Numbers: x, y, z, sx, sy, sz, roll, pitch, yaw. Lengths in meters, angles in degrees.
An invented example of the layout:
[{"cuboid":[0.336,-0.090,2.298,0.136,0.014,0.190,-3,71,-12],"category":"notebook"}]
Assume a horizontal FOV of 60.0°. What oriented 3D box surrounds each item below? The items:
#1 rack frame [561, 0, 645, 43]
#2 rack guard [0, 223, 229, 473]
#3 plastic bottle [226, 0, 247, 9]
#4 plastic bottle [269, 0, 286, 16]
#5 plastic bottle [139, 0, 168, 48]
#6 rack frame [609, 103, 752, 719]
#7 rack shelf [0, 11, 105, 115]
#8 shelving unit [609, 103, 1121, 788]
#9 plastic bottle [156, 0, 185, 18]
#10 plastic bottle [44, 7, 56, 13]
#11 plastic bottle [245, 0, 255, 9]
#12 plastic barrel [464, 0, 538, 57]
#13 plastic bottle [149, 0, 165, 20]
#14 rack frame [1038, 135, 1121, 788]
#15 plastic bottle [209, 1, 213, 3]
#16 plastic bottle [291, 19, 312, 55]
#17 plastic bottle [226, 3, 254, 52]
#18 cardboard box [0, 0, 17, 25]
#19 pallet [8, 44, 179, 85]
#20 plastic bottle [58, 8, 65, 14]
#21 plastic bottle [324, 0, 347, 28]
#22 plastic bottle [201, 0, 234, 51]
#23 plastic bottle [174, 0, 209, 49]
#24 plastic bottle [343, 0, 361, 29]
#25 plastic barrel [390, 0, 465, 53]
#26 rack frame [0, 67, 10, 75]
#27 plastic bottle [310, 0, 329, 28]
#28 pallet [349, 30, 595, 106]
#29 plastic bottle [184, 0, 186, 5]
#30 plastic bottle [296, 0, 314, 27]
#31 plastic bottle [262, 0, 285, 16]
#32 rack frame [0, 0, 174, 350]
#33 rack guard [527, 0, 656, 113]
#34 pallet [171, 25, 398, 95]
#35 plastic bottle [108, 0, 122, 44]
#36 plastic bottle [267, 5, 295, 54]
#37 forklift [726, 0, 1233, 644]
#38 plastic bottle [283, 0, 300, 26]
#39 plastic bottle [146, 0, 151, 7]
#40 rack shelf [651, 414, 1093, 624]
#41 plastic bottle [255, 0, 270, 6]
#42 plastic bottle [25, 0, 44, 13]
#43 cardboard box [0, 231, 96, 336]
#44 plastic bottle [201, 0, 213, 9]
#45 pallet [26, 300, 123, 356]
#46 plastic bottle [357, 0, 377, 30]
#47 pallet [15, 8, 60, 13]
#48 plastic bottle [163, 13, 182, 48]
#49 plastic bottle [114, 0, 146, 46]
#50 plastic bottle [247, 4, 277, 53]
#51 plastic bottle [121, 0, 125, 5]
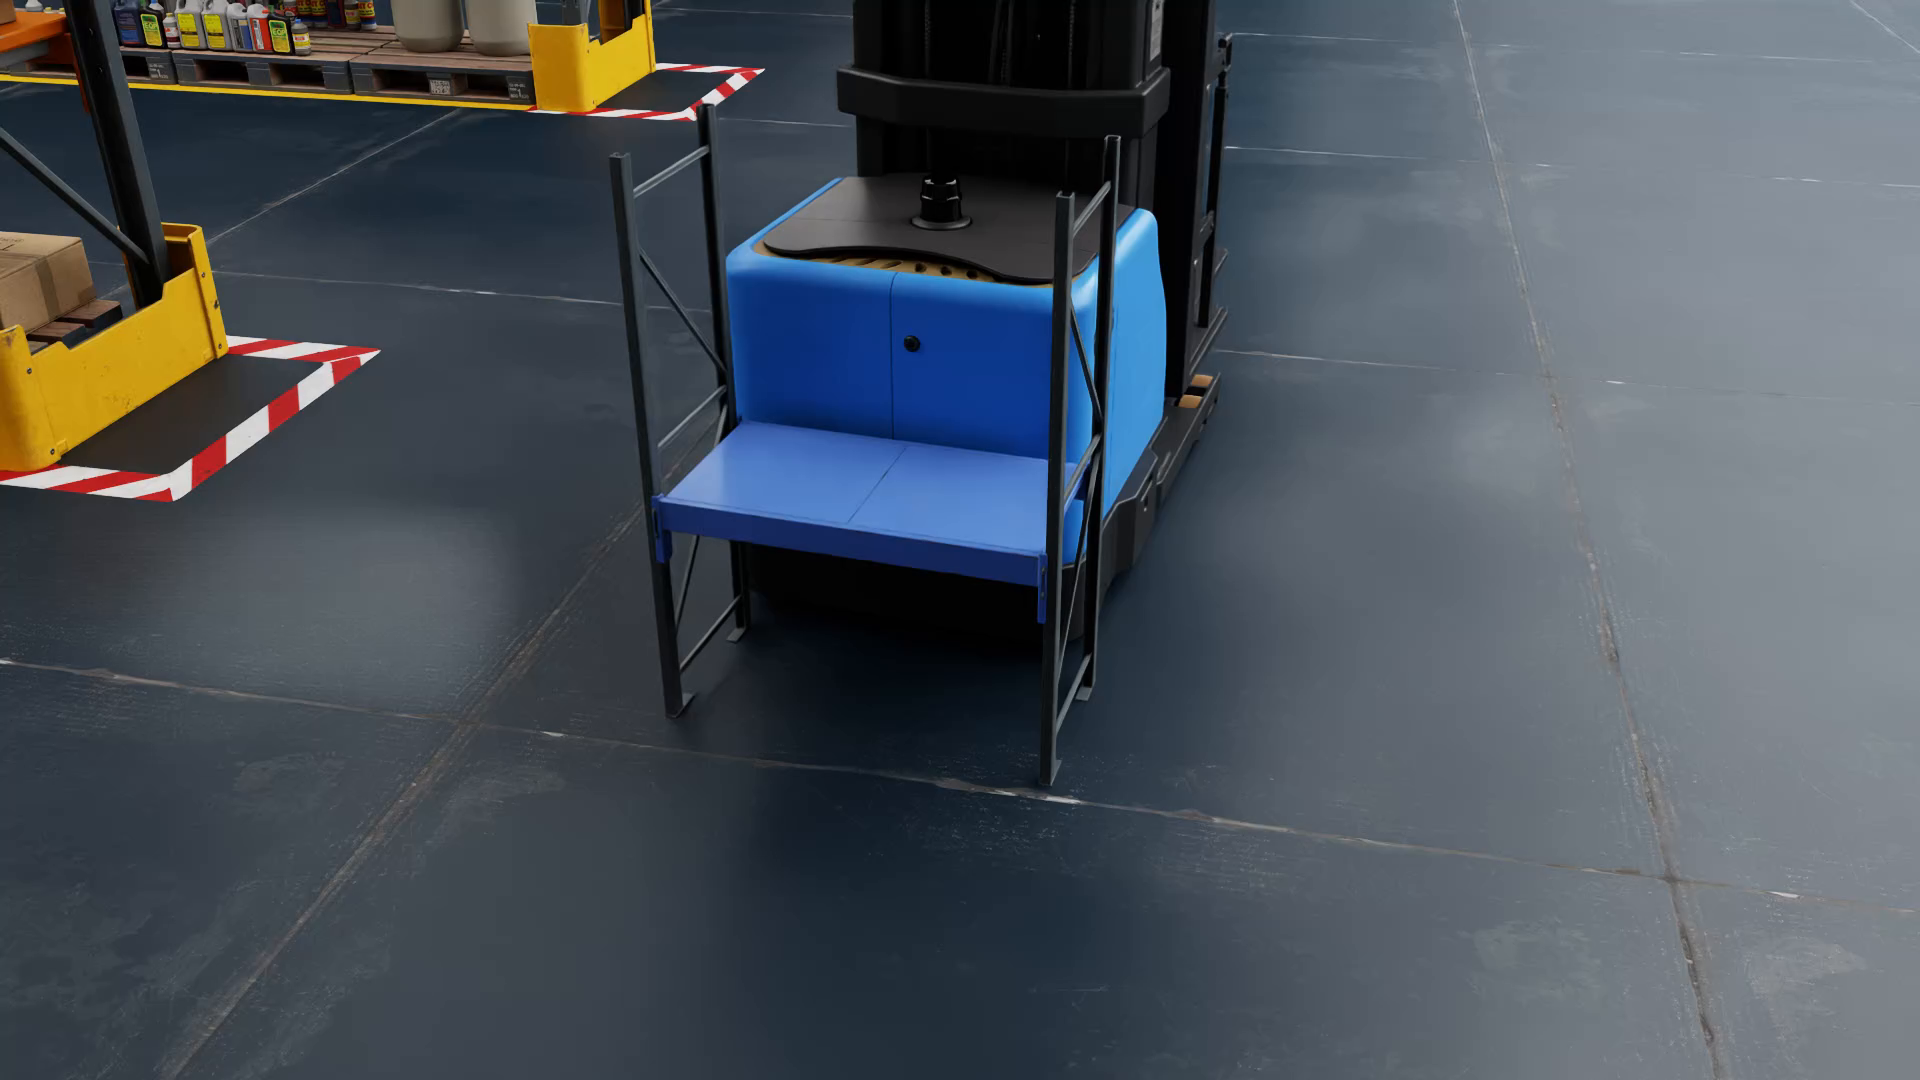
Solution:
[{"cuboid":[-2.177,-4.160,9.724,0.127,3.000,1.000,6,29,11],"category":"rack frame"},{"cuboid":[-3.191,-0.735,6.072,0.348,0.500,1.175,6,29,11],"category":"rack guard"},{"cuboid":[-4.759,-3.513,10.914,0.133,0.283,0.061,6,29,11],"category":"plastic bottle"},{"cuboid":[-4.516,-3.549,10.992,0.097,0.271,0.097,0,29,0],"category":"plastic bottle"},{"cuboid":[-5.049,-3.231,10.399,0.133,0.283,0.061,7,30,13],"category":"plastic bottle"},{"cuboid":[-0.689,-0.302,4.239,0.032,1.500,0.500,8,30,15],"category":"rack frame"},{"cuboid":[-5.171,-1.719,6.015,4.000,0.370,1.077,6,29,11],"category":"rack shelf"},{"cuboid":[-0.203,-0.230,4.109,1.048,1.500,0.538,8,30,15],"category":"shelving unit"},{"cuboid":[-5.217,-3.539,10.968,0.135,0.276,0.152,6,29,11],"category":"plastic bottle"},{"cuboid":[-5.769,-3.278,10.570,0.097,0.201,0.097,0,29,0],"category":"plastic bottle"},{"cuboid":[-4.737,-3.560,11.007,0.135,0.276,0.152,6,29,11],"category":"plastic bottle"},{"cuboid":[-2.836,-3.283,10.276,0.421,0.512,0.421,0,29,0],"category":"plastic barrel"},{"cuboid":[-5.050,-3.265,10.473,0.097,0.271,0.097,0,29,0],"category":"plastic bottle"},{"cuboid":[0.283,-0.159,3.978,0.032,1.500,0.500,8,30,15],"category":"rack frame"},{"cuboid":[-4.891,-3.531,10.946,0.133,0.283,0.061,6,29,11],"category":"plastic bottle"},{"cuboid":[-4.064,-3.104,10.251,0.097,0.201,0.097,0,29,0],"category":"plastic bottle"},{"cuboid":[-4.441,-3.188,10.328,0.135,0.276,0.152,5,29,9],"category":"plastic bottle"},{"cuboid":[-3.669,-1.931,5.549,0.500,0.500,0.700,6,29,11],"category":"cardboard box"},{"cuboid":[-5.441,-3.251,10.968,1.213,0.211,1.003,6,29,11],"category":"pallet"},{"cuboid":[-5.670,-3.268,10.552,0.097,0.201,0.097,0,29,0],"category":"plastic bottle"},{"cuboid":[-4.102,-3.521,10.928,0.133,0.283,0.061,6,29,11],"category":"plastic bottle"},{"cuboid":[-4.604,-3.236,10.337,0.185,0.351,0.144,7,29,13],"category":"plastic bottle"},{"cuboid":[-4.786,-3.254,10.371,0.185,0.351,0.144,6,29,10],"category":"plastic bottle"},{"cuboid":[-3.986,-3.464,10.909,0.097,0.201,0.097,0,29,0],"category":"plastic bottle"},{"cuboid":[-3.327,-3.333,10.368,0.421,0.512,0.421,0,29,0],"category":"plastic barrel"},{"cuboid":[-6.089,-4.561,10.457,0.127,3.000,1.000,6,29,11],"category":"rack frame"},{"cuboid":[-4.220,-3.518,10.936,0.097,0.271,0.097,0,29,0],"category":"plastic bottle"},{"cuboid":[-3.054,-3.006,10.521,1.213,0.211,1.003,6,29,11],"category":"pallet"},{"cuboid":[-5.211,-3.643,11.082,0.185,0.351,0.144,4,29,8],"category":"plastic bottle"},{"cuboid":[-4.318,-3.528,10.954,0.097,0.271,0.097,0,29,0],"category":"plastic bottle"},{"cuboid":[-4.284,-3.228,10.393,0.133,0.283,0.061,6,29,11],"category":"plastic bottle"},{"cuboid":[-3.215,-1.834,5.476,0.127,3.000,1.000,6,29,11],"category":"rack frame"},{"cuboid":[-2.261,-3.049,10.298,0.348,0.500,1.175,6,29,11],"category":"rack guard"},{"cuboid":[-4.244,-3.129,10.746,1.213,0.211,1.003,6,29,11],"category":"pallet"},{"cuboid":[-5.386,-3.316,10.484,0.185,0.351,0.144,7,29,12],"category":"plastic bottle"},{"cuboid":[-4.183,-3.143,10.237,0.133,0.283,0.061,7,29,12],"category":"plastic bottle"},{"cuboid":[0.313,-1.689,5.284,1.130,2.935,3.031,9,30,17],"category":"forklift"},{"cuboid":[-4.415,-3.508,10.989,0.097,0.201,0.097,0,29,0],"category":"plastic bottle"},{"cuboid":[-5.429,-3.595,10.993,0.185,0.351,0.144,6,29,11],"category":"plastic bottle"},{"cuboid":[-0.203,-0.073,4.195,1.000,0.185,0.538,8,30,15],"category":"rack shelf"},{"cuboid":[-4.616,-3.528,11.027,0.097,0.201,0.097,0,29,0],"category":"plastic bottle"},{"cuboid":[-5.869,-3.319,10.572,0.097,0.271,0.097,0,29,0],"category":"plastic bottle"},{"cuboid":[-3.693,-0.970,6.325,0.500,0.250,0.500,6,29,11],"category":"cardboard box"},{"cuboid":[-4.779,-3.294,10.521,0.135,0.276,0.152,6,29,11],"category":"plastic bottle"},{"cuboid":[-3.972,-0.668,6.250,1.213,0.211,1.003,6,29,11],"category":"pallet"},{"cuboid":[-3.885,-3.484,10.873,0.097,0.271,0.097,0,29,0],"category":"plastic bottle"},{"cuboid":[-6.865,-3.398,11.237,1.213,0.211,1.003,6,29,11],"category":"pallet"},{"cuboid":[-4.929,-3.192,10.413,0.097,0.201,0.097,0,29,0],"category":"plastic bottle"},{"cuboid":[-5.201,-3.297,10.449,0.185,0.351,0.144,5,29,8],"category":"plastic bottle"},{"cuboid":[-4.305,-3.174,10.303,0.135,0.276,0.152,6,29,11],"category":"plastic bottle"},{"cuboid":[-5.356,-3.384,10.607,0.185,0.351,0.144,6,29,11],"category":"plastic bottle"}]
